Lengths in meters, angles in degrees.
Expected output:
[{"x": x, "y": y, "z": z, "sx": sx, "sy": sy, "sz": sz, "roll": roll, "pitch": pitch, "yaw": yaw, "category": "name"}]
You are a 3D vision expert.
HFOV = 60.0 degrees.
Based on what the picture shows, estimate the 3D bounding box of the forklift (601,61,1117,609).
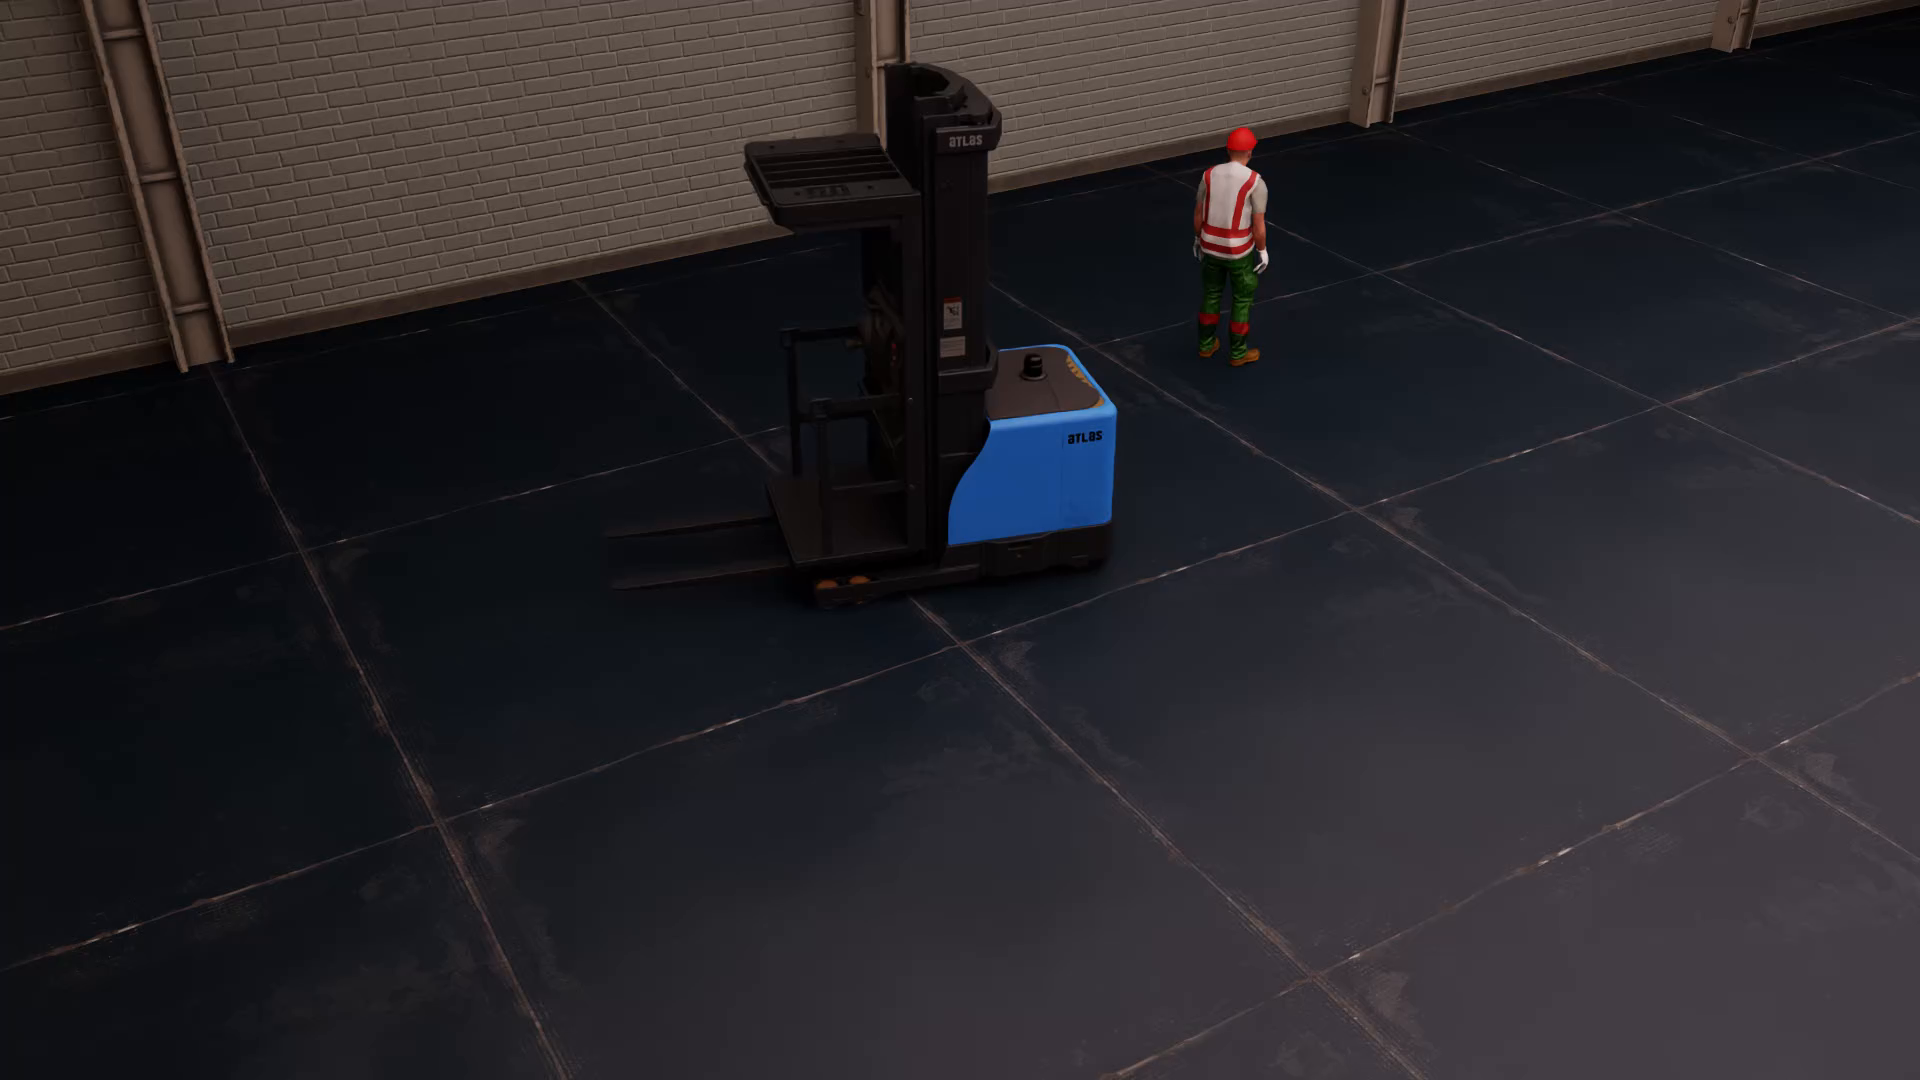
[{"x": -0.640, "y": -1.151, "z": 9.569, "sx": 3.031, "sy": 2.935, "sz": 1.130, "roll": -8, "pitch": 32, "yaw": -13, "category": "forklift"}]

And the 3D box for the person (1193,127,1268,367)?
[{"x": 2.024, "y": -2.183, "z": 12.420, "sx": 0.608, "sy": 1.777, "sz": 0.452, "roll": 20, "pitch": 36, "yaw": 30, "category": "person"}]
